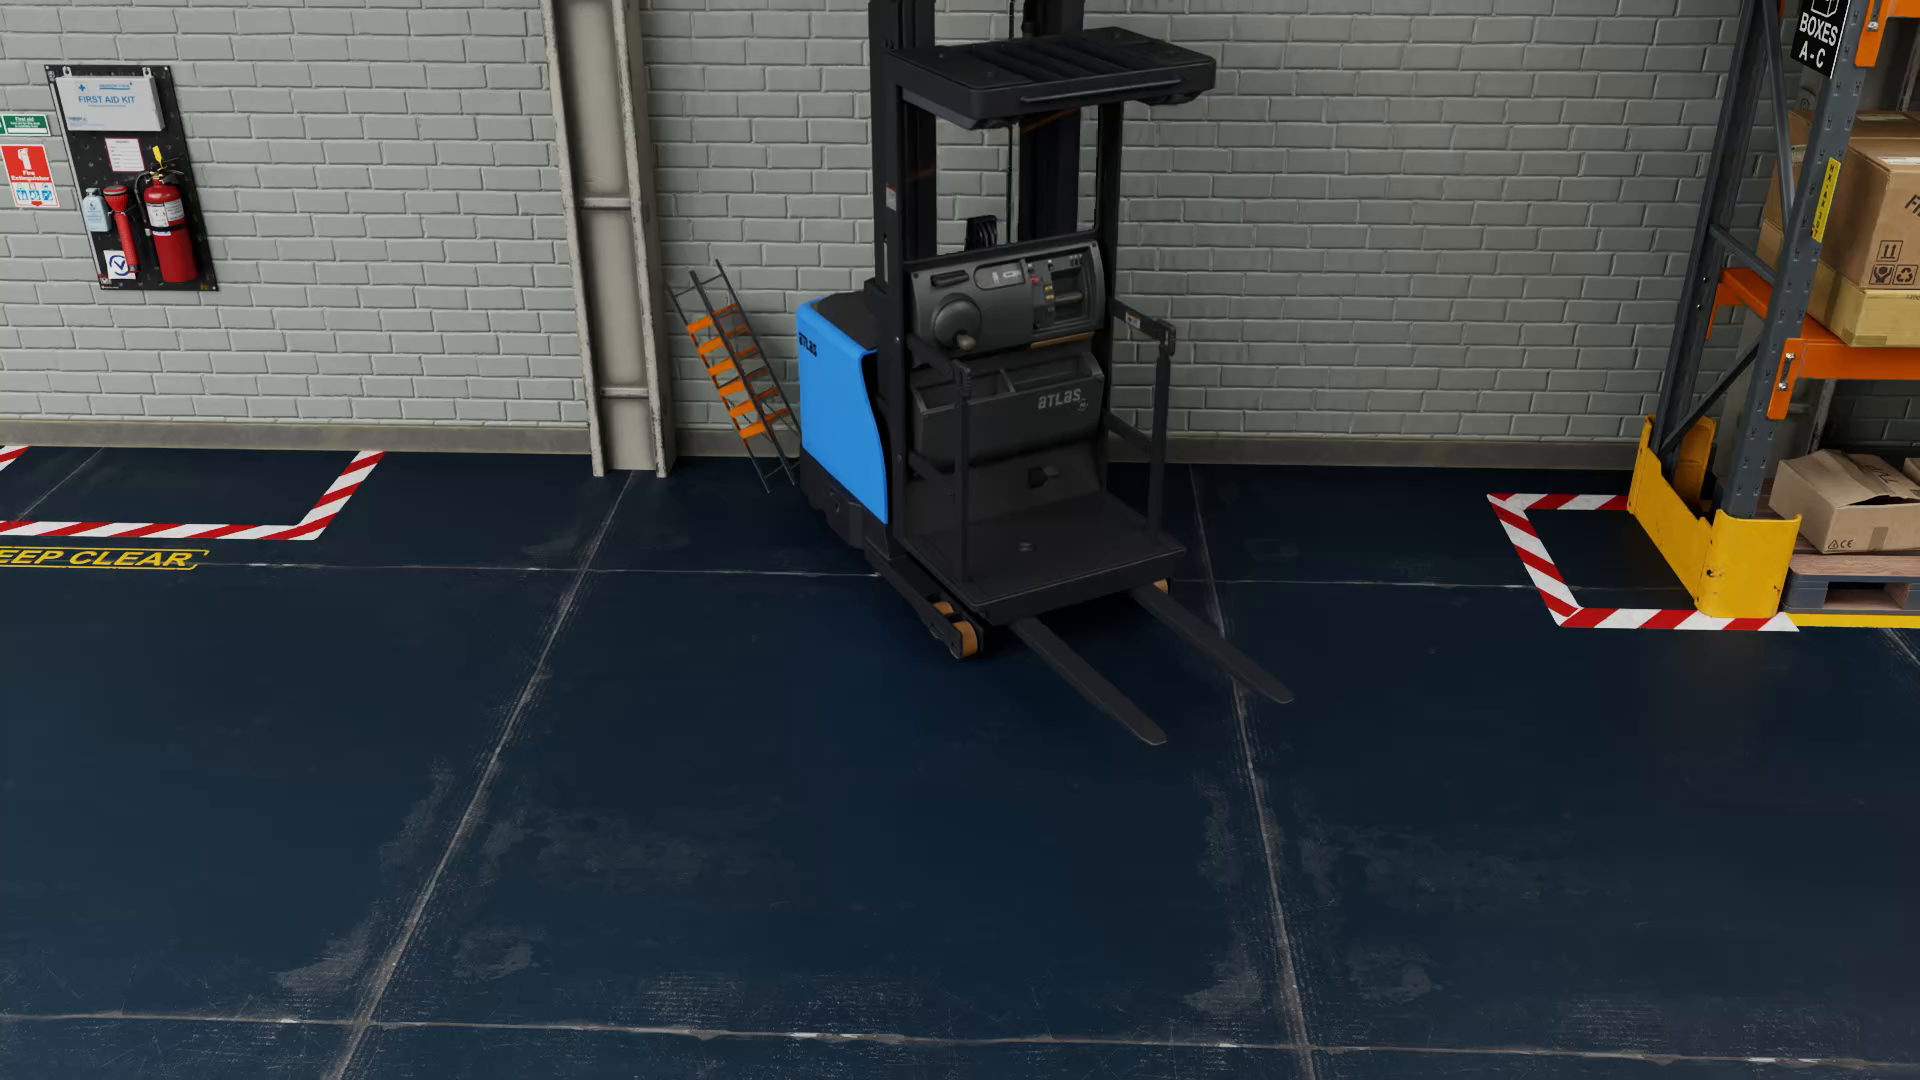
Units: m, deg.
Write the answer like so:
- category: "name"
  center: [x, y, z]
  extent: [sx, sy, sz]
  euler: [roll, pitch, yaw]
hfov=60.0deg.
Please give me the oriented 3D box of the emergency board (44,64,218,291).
- category: "emergency board"
  center: [-4.225, -1.794, 8.432]
  extent: [0.643, 1.169, 0.194]
  euler: [1, 28, 2]

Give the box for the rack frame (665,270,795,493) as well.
- category: "rack frame"
  center: [-1.193, -0.823, 8.672]
  extent: [0.006, 1.200, 0.240]
  euler: [-16, 15, 37]

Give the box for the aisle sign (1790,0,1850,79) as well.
- category: "aisle sign"
  center: [3.427, -2.253, 6.521]
  extent: [0.004, 0.787, 0.394]
  euler: [1, 28, 2]

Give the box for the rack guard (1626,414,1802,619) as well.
- category: "rack guard"
  center: [3.585, -0.138, 7.976]
  extent: [0.348, 0.500, 1.175]
  euler: [1, 28, 2]

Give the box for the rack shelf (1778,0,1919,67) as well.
- category: "rack shelf"
  center: [5.508, -2.218, 6.796]
  extent: [4.000, 0.370, 1.077]
  euler: [1, 28, 2]

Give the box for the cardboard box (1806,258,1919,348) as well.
- category: "cardboard box"
  center: [3.986, -1.029, 7.127]
  extent: [0.500, 0.250, 0.500]
  euler: [0, 28, 0]

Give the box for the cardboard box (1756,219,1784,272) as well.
- category: "cardboard box"
  center: [3.983, -1.269, 7.580]
  extent: [0.500, 0.250, 0.500]
  euler: [1, 28, 3]

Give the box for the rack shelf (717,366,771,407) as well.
- category: "rack shelf"
  center: [-1.104, -0.804, 8.627]
  extent: [0.180, 0.103, 0.258]
  euler: [-16, 15, 37]

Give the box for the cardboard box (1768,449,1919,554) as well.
- category: "cardboard box"
  center: [4.198, -0.196, 7.818]
  extent: [0.500, 0.311, 0.500]
  euler: [-2, 28, -4]

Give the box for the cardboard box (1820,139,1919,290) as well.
- category: "cardboard box"
  center: [3.976, -1.369, 6.967]
  extent: [0.500, 0.500, 0.500]
  euler: [1, 28, 2]

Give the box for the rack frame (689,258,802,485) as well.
- category: "rack frame"
  center: [-1.052, -0.864, 8.563]
  extent: [0.006, 1.200, 0.240]
  euler: [-16, 15, 37]

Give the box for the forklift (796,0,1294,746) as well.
- category: "forklift"
  center: [0.317, -1.017, 7.039]
  extent: [1.130, 2.935, 3.031]
  euler: [-14, 31, -25]

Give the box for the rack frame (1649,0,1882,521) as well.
- category: "rack frame"
  center: [3.509, -1.243, 7.393]
  extent: [0.127, 3.000, 1.000]
  euler: [1, 28, 2]

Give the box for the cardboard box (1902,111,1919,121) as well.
- category: "cardboard box"
  center: [4.491, -1.596, 7.396]
  extent: [0.500, 0.500, 0.500]
  euler: [1, 28, 2]

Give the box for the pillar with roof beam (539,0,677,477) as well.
- category: "pillar with roof beam"
  center: [-1.909, -2.371, 3.115]
  extent: [0.400, 9.000, 9.100]
  euler: [1, 28, 2]

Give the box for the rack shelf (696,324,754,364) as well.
- category: "rack shelf"
  center: [-1.205, -1.017, 8.577]
  extent: [0.180, 0.103, 0.258]
  euler: [-16, 15, 37]

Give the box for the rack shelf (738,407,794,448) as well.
- category: "rack shelf"
  center: [-1.004, -0.592, 8.677]
  extent: [0.180, 0.103, 0.258]
  euler: [-16, 15, 37]

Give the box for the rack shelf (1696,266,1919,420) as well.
- category: "rack shelf"
  center: [5.508, -0.892, 7.499]
  extent: [4.000, 0.370, 1.077]
  euler: [1, 28, 2]

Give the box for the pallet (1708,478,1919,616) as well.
- category: "pallet"
  center: [4.396, 0.020, 7.987]
  extent: [1.213, 0.211, 1.003]
  euler: [1, 28, 2]

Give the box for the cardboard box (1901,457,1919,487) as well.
- category: "cardboard box"
  center: [4.767, -0.187, 7.800]
  extent: [0.500, 0.311, 0.500]
  euler: [3, 28, 6]

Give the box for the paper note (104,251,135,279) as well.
- category: "paper note"
  center: [-4.400, -1.440, 8.705]
  extent: [0.142, 0.148, 0.016]
  euler: [1, 28, 2]

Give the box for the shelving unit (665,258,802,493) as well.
- category: "shelving unit"
  center: [-1.123, -0.844, 8.617]
  extent: [0.189, 1.200, 0.258]
  euler: [-16, 15, 37]

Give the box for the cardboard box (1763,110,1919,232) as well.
- category: "cardboard box"
  center: [3.988, -1.609, 7.420]
  extent: [0.500, 0.500, 0.500]
  euler: [1, 28, 1]

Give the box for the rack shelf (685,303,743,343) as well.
- category: "rack shelf"
  center: [-1.255, -1.123, 8.552]
  extent: [0.180, 0.103, 0.258]
  euler: [-16, 15, 37]

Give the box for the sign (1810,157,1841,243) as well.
- category: "sign"
  center: [3.490, -1.372, 6.711]
  extent: [0.005, 0.325, 0.100]
  euler: [1, 28, 2]

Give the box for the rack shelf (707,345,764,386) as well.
- category: "rack shelf"
  center: [-1.154, -0.910, 8.602]
  extent: [0.180, 0.103, 0.258]
  euler: [-16, 15, 37]

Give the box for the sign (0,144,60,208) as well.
- category: "sign"
  center: [-4.774, -1.868, 8.532]
  extent: [0.234, 0.329, 0.001]
  euler: [1, 28, 2]

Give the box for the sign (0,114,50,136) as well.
- category: "sign"
  center: [-4.770, -2.097, 8.400]
  extent: [0.331, 0.109, 0.001]
  euler: [1, 28, 2]

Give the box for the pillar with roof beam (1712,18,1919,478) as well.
- category: "pillar with roof beam"
  center: [4.088, -2.272, 2.928]
  extent: [0.400, 9.000, 9.100]
  euler: [1, 28, 2]

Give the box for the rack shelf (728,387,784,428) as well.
- category: "rack shelf"
  center: [-1.054, -0.698, 8.652]
  extent: [0.180, 0.103, 0.258]
  euler: [-16, 15, 37]
